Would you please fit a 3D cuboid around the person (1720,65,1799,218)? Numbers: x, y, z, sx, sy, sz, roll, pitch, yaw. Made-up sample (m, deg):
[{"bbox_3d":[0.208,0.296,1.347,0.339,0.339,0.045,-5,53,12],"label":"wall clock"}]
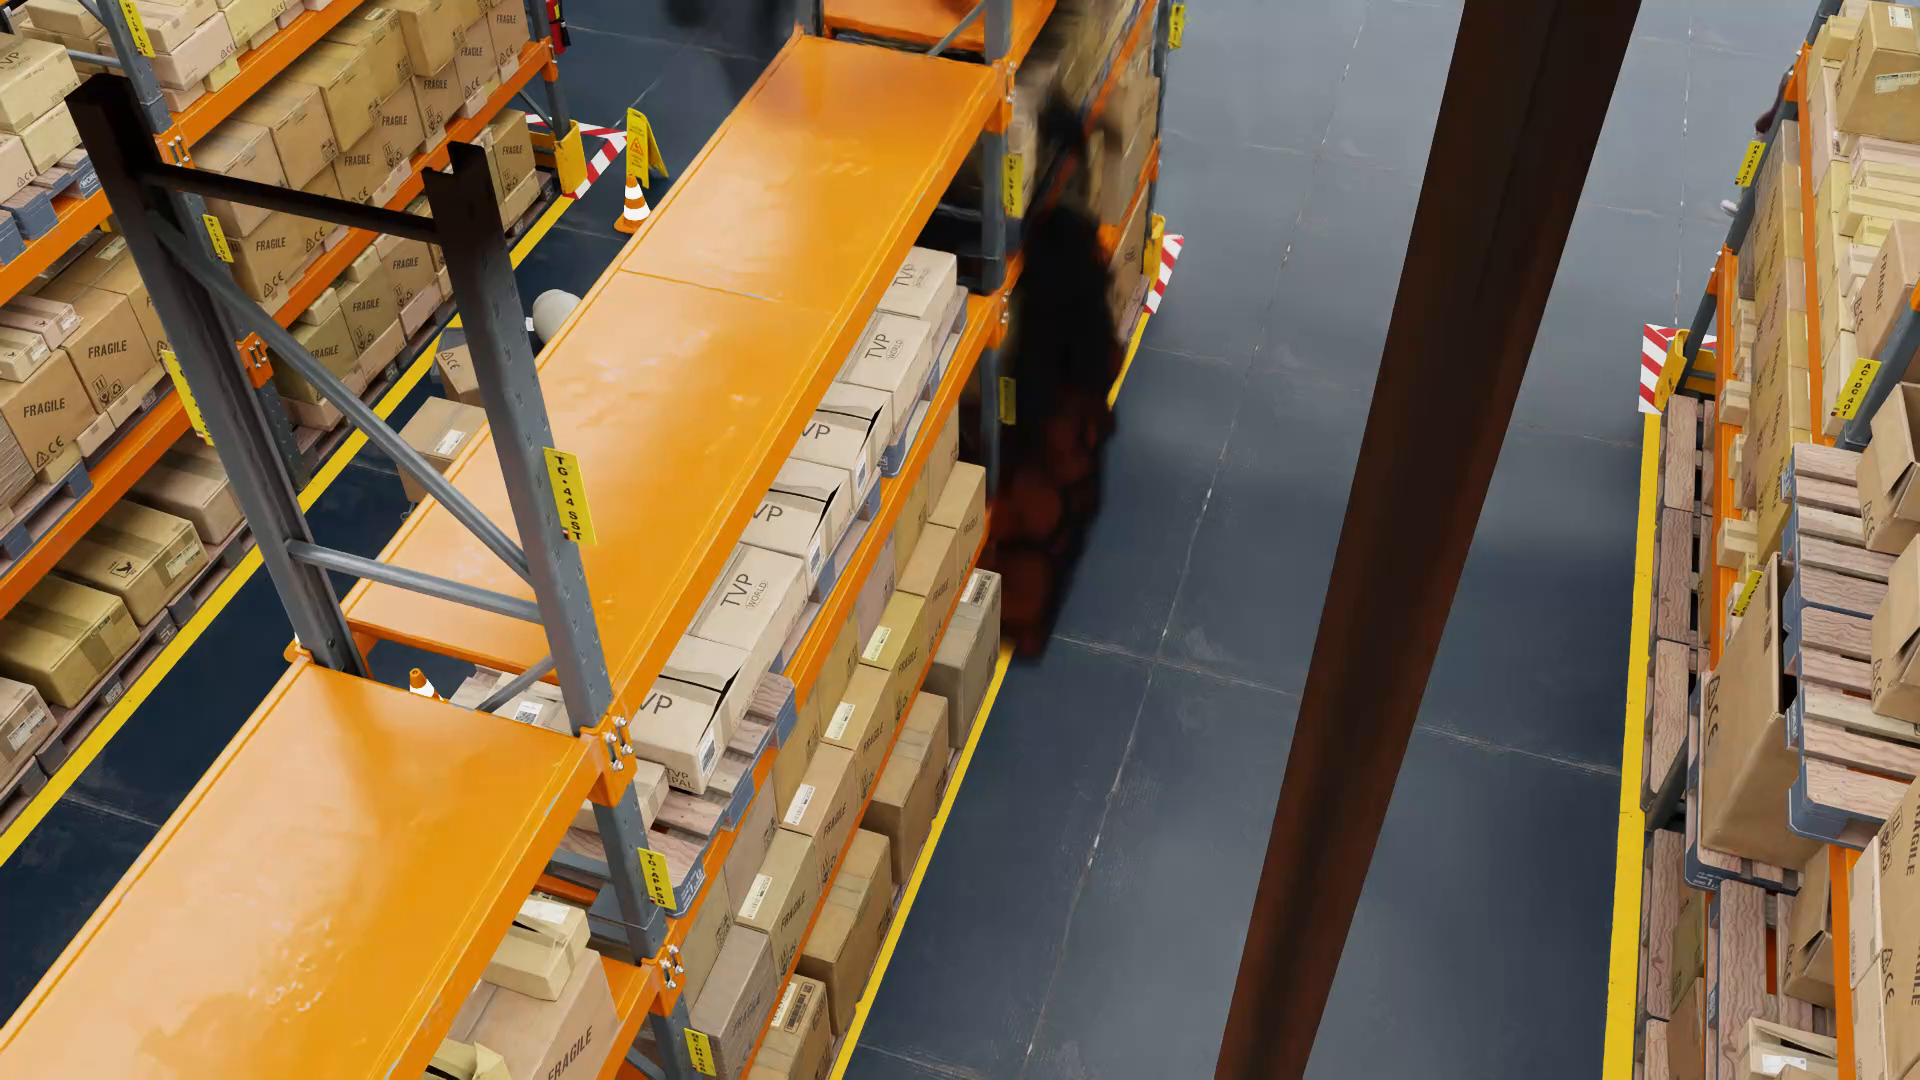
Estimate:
[{"bbox_3d":[6.257,-3.041,12.519,0.727,1.745,0.747,-18,48,-17],"label":"person"}]
